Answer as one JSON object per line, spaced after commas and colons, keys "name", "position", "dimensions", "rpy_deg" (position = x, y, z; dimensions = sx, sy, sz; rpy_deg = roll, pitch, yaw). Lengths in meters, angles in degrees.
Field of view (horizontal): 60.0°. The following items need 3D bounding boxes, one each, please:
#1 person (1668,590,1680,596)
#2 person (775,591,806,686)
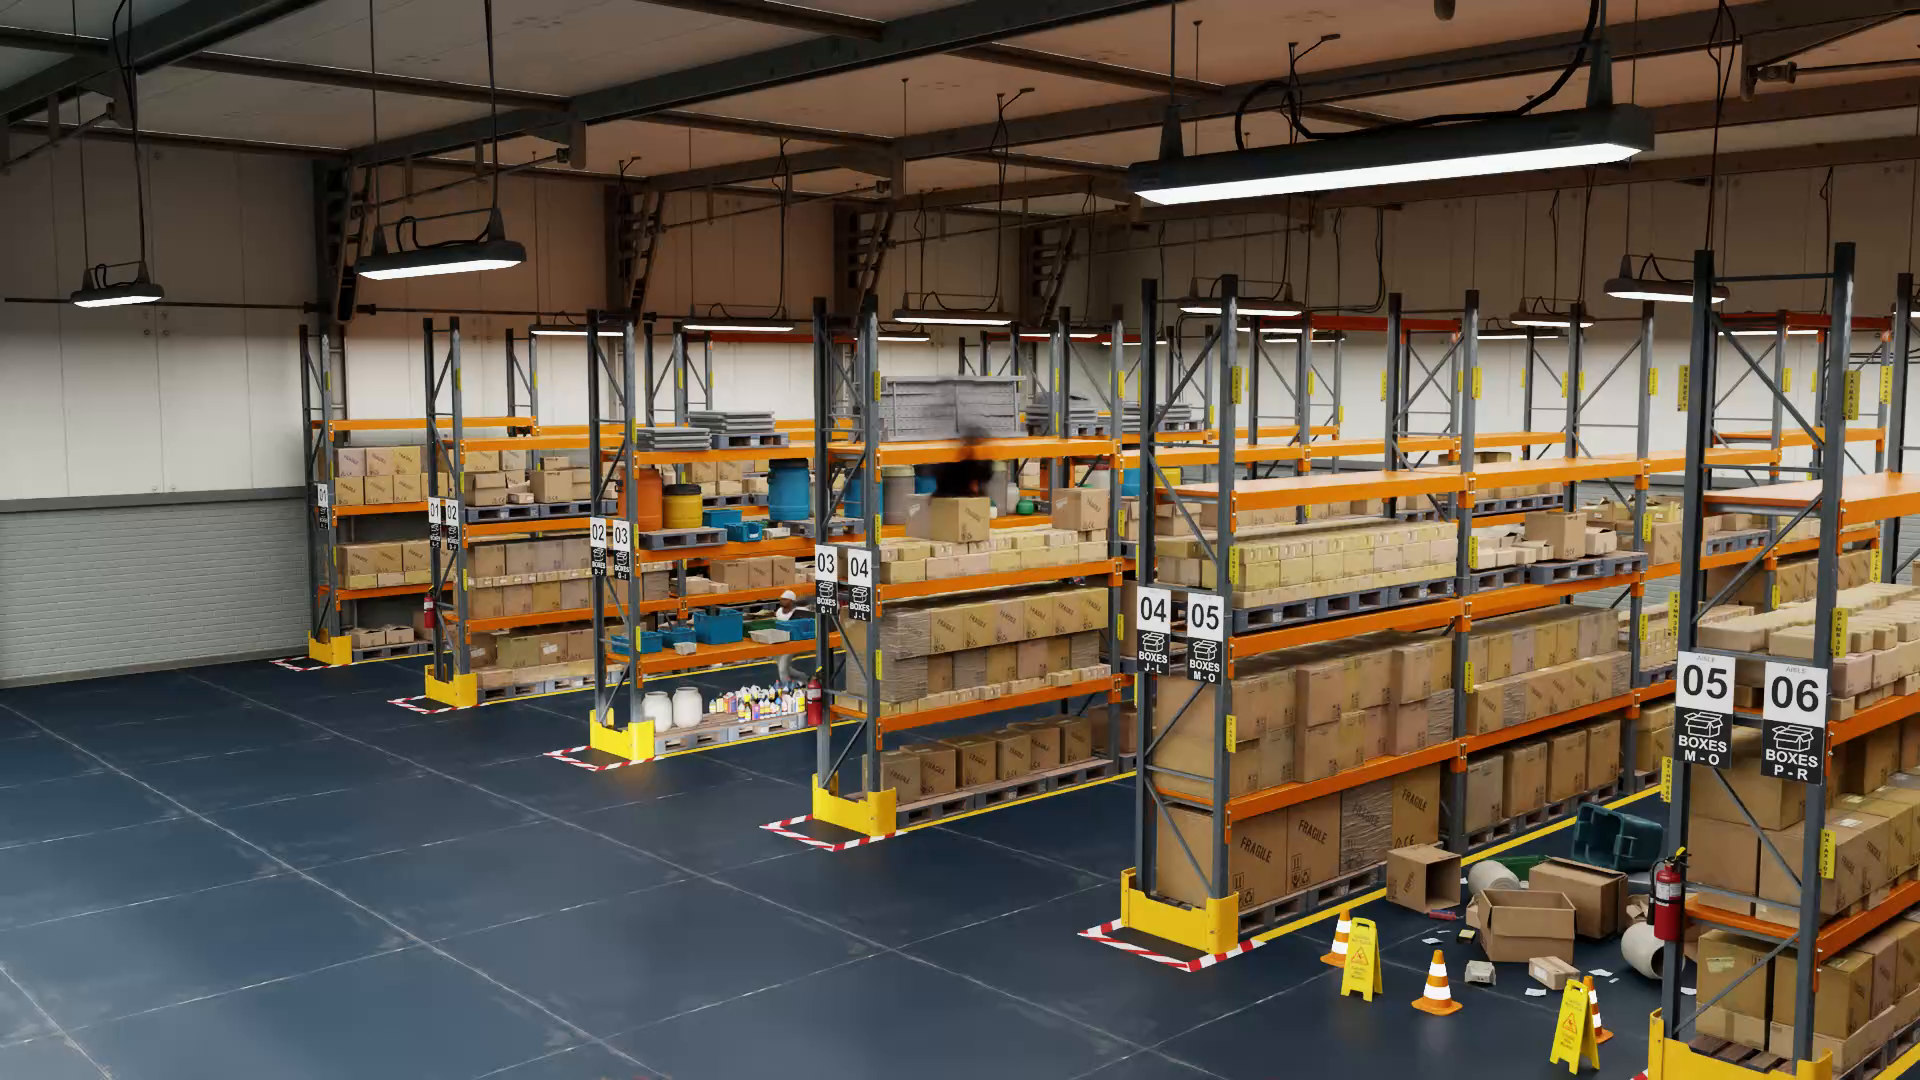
{"name": "person", "position": [11.239, 1.641, 26.223], "dimensions": [0.693, 1.739, 0.644], "rpy_deg": [-5, 7, -39]}
{"name": "person", "position": [-2.671, 1.656, 26.163], "dimensions": [0.697, 1.743, 0.768], "rpy_deg": [5, 8, 41]}
